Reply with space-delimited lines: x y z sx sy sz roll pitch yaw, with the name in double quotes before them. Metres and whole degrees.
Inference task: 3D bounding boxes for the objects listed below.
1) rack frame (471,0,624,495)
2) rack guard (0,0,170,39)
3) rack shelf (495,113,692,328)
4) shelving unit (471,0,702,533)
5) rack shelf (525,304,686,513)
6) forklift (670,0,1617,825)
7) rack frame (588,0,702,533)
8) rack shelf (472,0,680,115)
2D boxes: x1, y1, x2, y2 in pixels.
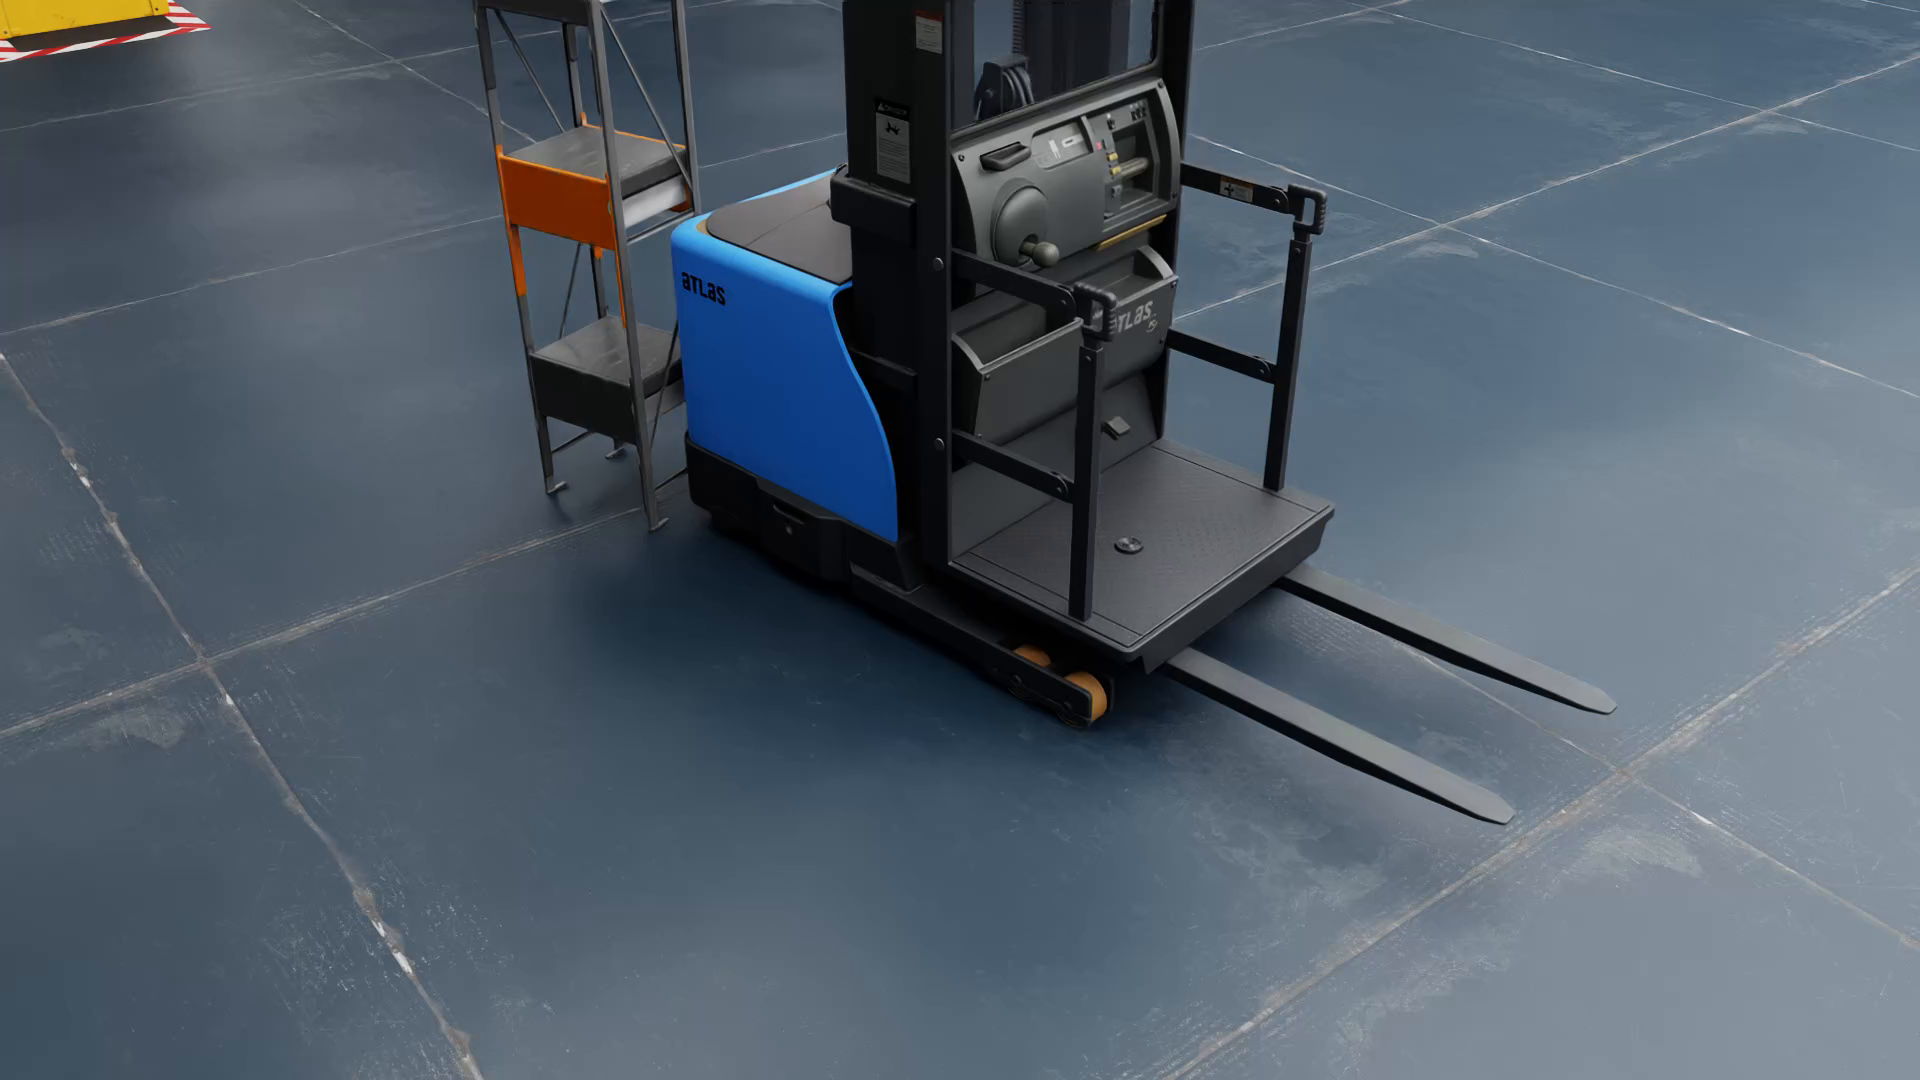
"rack frame" -1.385 -1.146 5.604 0.015 2.100 0.400 18 36 27
"rack guard" -6.129 -3.817 11.421 1.175 0.500 0.348 -22 38 -31
"rack shelf" -1.179 -1.066 5.502 0.480 0.518 0.431 18 36 27
"shelving unit" -1.179 -1.077 5.494 0.503 2.100 0.431 18 36 27
"rack shelf" -1.179 -0.471 5.871 0.480 0.518 0.431 18 36 27
"forklift" 0.476 -1.009 4.597 3.031 2.935 1.130 26 40 35
"rack frame" -0.972 -1.009 5.384 0.015 2.100 0.400 18 36 27
"rack shelf" -1.179 -1.660 5.132 0.480 0.518 0.431 18 36 27
